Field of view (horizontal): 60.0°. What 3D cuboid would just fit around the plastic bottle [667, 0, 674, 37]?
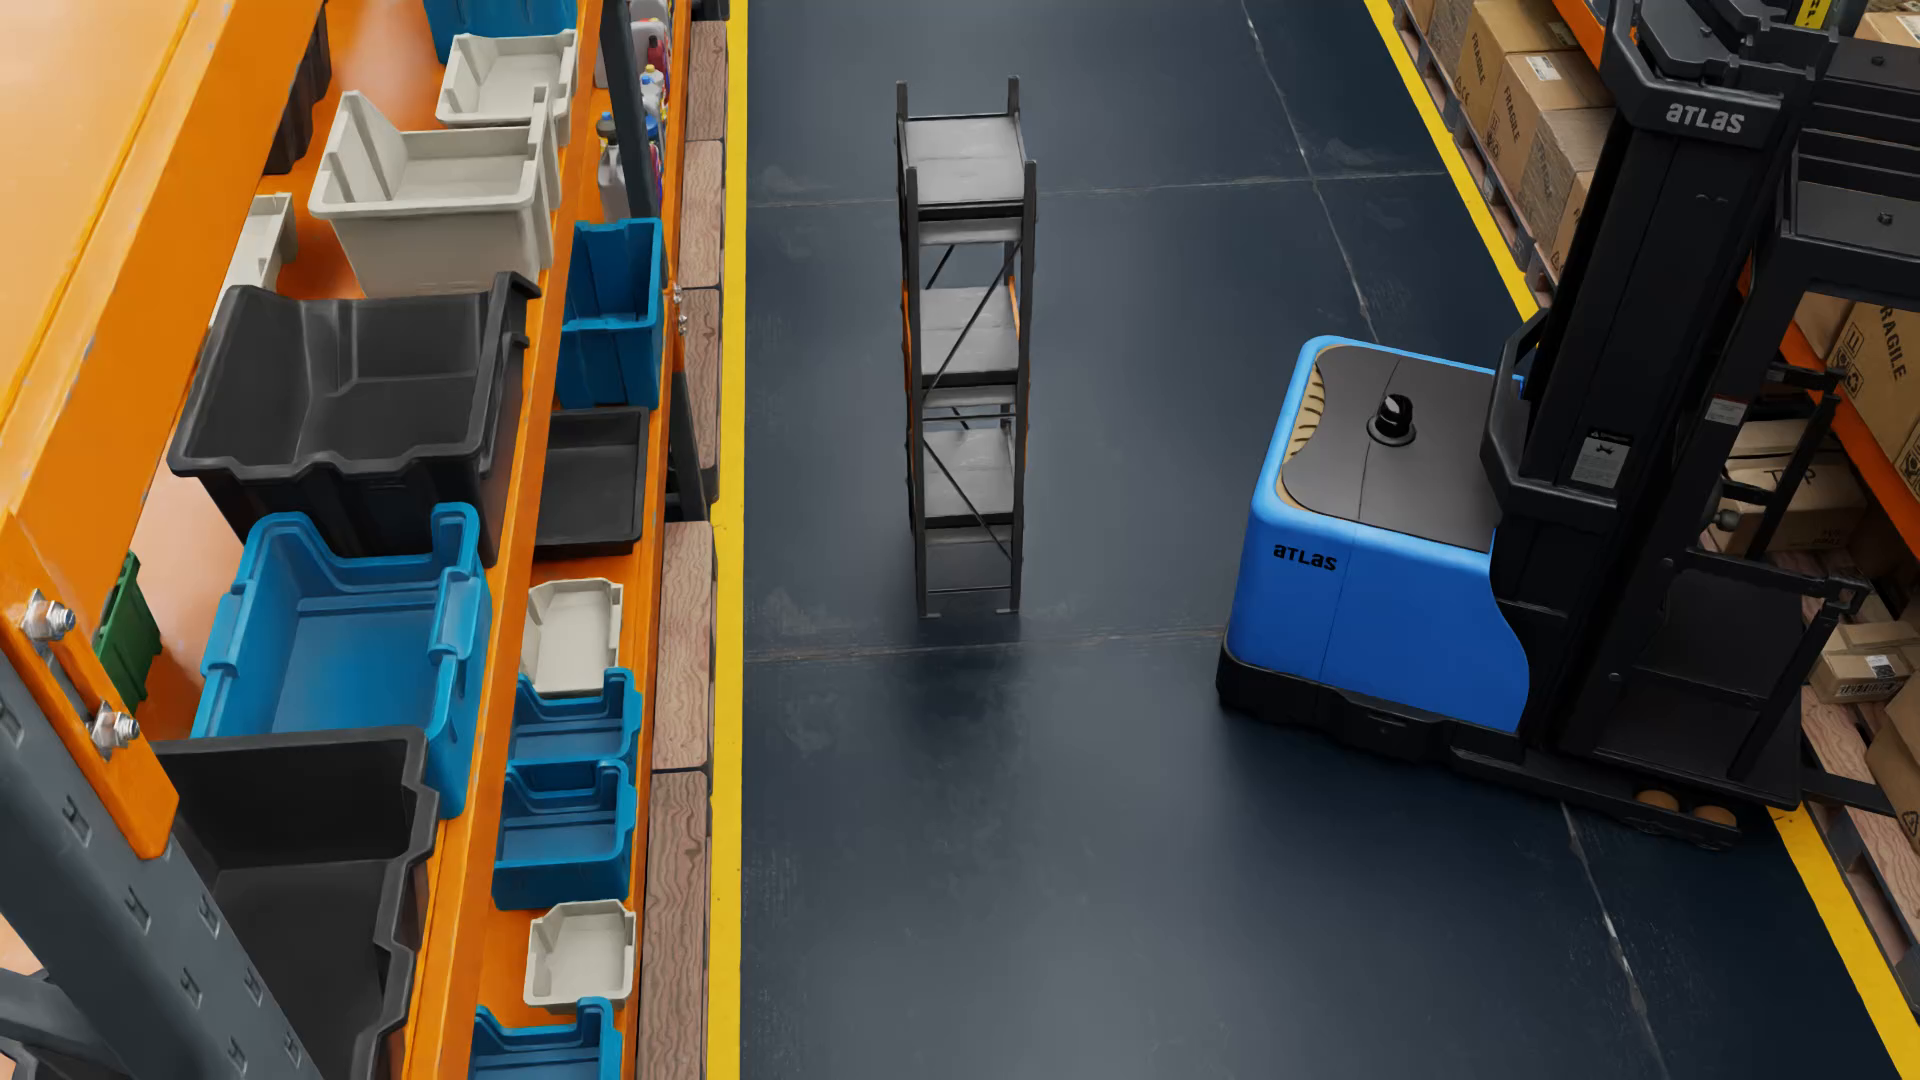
[{"bbox_3d":[-1.280,-2.265,7.055,0.097,0.271,0.097,0,47,0],"label":"plastic bottle"}]

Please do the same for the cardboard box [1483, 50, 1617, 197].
[{"bbox_3d":[2.948,-2.047,8.178,0.500,0.500,0.500,-5,47,-5],"label":"cardboard box"}]

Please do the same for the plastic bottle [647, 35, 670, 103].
[{"bbox_3d":[-1.222,-1.922,6.721,0.061,0.283,0.133,-3,47,-3],"label":"plastic bottle"}]

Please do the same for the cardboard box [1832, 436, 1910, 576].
[{"bbox_3d":[3.725,-0.223,6.451,0.500,0.500,0.500,-3,47,-3],"label":"cardboard box"}]

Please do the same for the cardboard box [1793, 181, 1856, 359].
[{"bbox_3d":[3.166,-0.976,5.676,0.500,0.500,0.500,-2,47,-2],"label":"cardboard box"}]

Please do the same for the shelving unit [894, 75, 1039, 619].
[{"bbox_3d":[0.014,-0.602,6.011,0.431,2.100,0.503,-3,47,-3],"label":"shelving unit"}]

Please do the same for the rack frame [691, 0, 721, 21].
[{"bbox_3d":[-1.876,-3.922,8.535,1.000,3.000,0.127,-3,47,-3],"label":"rack frame"}]

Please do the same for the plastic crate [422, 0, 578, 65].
[{"bbox_3d":[-1.147,-1.363,4.161,0.416,0.233,0.300,-3,47,-3],"label":"plastic crate"}]

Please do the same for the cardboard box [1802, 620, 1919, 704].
[{"bbox_3d":[3.297,0.439,6.054,0.380,0.166,0.250,-3,47,-3],"label":"cardboard box"}]

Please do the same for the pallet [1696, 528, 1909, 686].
[{"bbox_3d":[3.451,0.129,6.619,1.003,0.211,1.213,-3,47,-3],"label":"pallet"}]

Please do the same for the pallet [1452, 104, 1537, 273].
[{"bbox_3d":[3.184,-1.839,8.482,1.003,0.211,1.213,-3,47,-3],"label":"pallet"}]

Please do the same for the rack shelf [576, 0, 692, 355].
[{"bbox_3d":[-1.709,-2.228,7.426,1.077,0.370,4.000,-3,47,-3],"label":"rack shelf"}]

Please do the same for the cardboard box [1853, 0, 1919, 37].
[{"bbox_3d":[3.578,-1.862,6.226,0.700,0.500,0.500,-18,49,-16],"label":"cardboard box"}]

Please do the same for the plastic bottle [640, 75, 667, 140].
[{"bbox_3d":[-1.214,-1.692,6.512,0.097,0.271,0.097,0,47,0],"label":"plastic bottle"}]

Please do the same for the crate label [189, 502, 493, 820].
[{"bbox_3d":[-0.962,0.198,2.669,0.408,0.251,0.502,-3,47,-3],"label":"crate label"}]

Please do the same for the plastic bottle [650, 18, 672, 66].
[{"bbox_3d":[-1.261,-2.073,6.921,0.097,0.201,0.097,0,47,0],"label":"plastic bottle"}]

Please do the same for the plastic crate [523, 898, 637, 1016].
[{"bbox_3d":[-0.901,1.009,4.005,0.250,0.136,0.298,-3,47,-3],"label":"plastic crate"}]

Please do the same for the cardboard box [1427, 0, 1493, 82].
[{"bbox_3d":[2.863,-2.787,8.879,0.500,0.500,0.500,-5,47,-5],"label":"cardboard box"}]

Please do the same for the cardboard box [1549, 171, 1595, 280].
[{"bbox_3d":[3.035,-1.316,7.486,0.500,0.500,0.500,-3,47,-3],"label":"cardboard box"}]

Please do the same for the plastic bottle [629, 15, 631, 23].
[{"bbox_3d":[-1.420,-2.135,6.979,0.097,0.201,0.097,0,47,0],"label":"plastic bottle"}]

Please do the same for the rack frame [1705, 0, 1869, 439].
[{"bbox_3d":[3.395,-1.327,6.077,1.000,3.000,0.127,-3,47,-3],"label":"rack frame"}]

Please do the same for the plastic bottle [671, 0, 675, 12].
[{"bbox_3d":[-1.323,-2.464,7.188,0.144,0.351,0.185,-3,47,-3],"label":"plastic bottle"}]

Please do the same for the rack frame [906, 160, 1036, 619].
[{"bbox_3d":[0.034,-0.426,5.844,0.400,2.100,0.015,-3,47,-3],"label":"rack frame"}]

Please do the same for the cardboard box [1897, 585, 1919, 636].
[{"bbox_3d":[3.788,0.384,6.005,0.500,0.311,0.500,-3,47,-3],"label":"cardboard box"}]

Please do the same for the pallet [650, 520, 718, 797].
[{"bbox_3d":[-1.441,0.460,6.305,1.003,0.211,1.213,-3,47,-3],"label":"pallet"}]

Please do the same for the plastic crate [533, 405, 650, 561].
[{"bbox_3d":[-1.180,-0.161,5.121,0.437,0.125,0.590,-3,47,-3],"label":"plastic crate"}]

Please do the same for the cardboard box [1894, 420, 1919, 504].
[{"bbox_3d":[3.251,-0.243,4.982,0.500,0.500,0.500,-4,47,-4],"label":"cardboard box"}]

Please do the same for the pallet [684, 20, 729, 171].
[{"bbox_3d":[-1.769,-2.395,9.010,1.003,0.211,1.213,-3,47,-3],"label":"pallet"}]

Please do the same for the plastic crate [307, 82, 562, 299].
[{"bbox_3d":[-1.085,-0.747,3.544,0.437,0.282,0.530,-3,47,-3],"label":"plastic crate"}]

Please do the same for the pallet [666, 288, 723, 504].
[{"bbox_3d":[-1.565,-0.630,7.338,1.003,0.211,1.213,-3,47,-3],"label":"pallet"}]

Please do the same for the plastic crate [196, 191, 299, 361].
[{"bbox_3d":[-1.627,-0.555,3.462,0.437,0.136,0.530,-3,47,-3],"label":"plastic crate"}]

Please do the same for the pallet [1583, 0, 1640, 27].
[{"bbox_3d":[3.227,-2.748,7.555,1.003,0.211,1.213,-3,47,-3],"label":"pallet"}]

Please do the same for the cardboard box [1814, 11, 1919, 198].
[{"bbox_3d":[3.154,-1.347,5.338,0.500,0.500,0.500,-2,47,-2],"label":"cardboard box"}]

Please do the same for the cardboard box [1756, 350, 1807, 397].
[{"bbox_3d":[3.597,-0.983,7.170,0.500,0.500,0.500,-5,47,-5],"label":"cardboard box"}]

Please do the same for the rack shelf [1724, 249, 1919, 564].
[{"bbox_3d":[3.562,0.368,4.968,1.077,0.370,4.000,-3,47,-3],"label":"rack shelf"}]

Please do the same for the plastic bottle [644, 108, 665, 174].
[{"bbox_3d":[-1.194,-1.524,6.353,0.097,0.271,0.097,0,47,0],"label":"plastic bottle"}]

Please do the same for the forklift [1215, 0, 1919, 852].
[{"bbox_3d":[2.537,-0.357,5.206,3.031,2.935,1.130,14,48,13],"label":"forklift"}]

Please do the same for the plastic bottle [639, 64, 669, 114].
[{"bbox_3d":[-1.230,-1.809,6.671,0.097,0.201,0.097,0,47,0],"label":"plastic bottle"}]

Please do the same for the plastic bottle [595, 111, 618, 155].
[{"bbox_3d":[-1.354,-1.562,6.436,0.097,0.201,0.097,0,47,0],"label":"plastic bottle"}]

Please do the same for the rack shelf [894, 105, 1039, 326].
[{"bbox_3d":[0.014,-1.074,5.512,0.431,0.518,0.480,-3,47,-3],"label":"rack shelf"}]

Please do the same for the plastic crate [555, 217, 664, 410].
[{"bbox_3d":[-1.163,-0.726,5.478,0.392,0.384,0.575,-3,47,-3],"label":"plastic crate"}]

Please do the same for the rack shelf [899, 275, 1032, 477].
[{"bbox_3d":[0.014,-0.593,6.021,0.431,0.518,0.480,-3,47,-3],"label":"rack shelf"}]

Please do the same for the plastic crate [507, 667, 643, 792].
[{"bbox_3d":[-1.035,0.534,4.388,0.416,0.233,0.300,-3,47,-3],"label":"plastic crate"}]

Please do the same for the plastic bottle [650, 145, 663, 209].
[{"bbox_3d":[-1.158,-1.376,6.204,0.061,0.283,0.133,-3,47,-3],"label":"plastic bottle"}]

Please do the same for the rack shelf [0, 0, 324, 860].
[{"bbox_3d":[-1.374,-1.259,2.652,1.077,0.370,4.000,-3,47,-3],"label":"rack shelf"}]
